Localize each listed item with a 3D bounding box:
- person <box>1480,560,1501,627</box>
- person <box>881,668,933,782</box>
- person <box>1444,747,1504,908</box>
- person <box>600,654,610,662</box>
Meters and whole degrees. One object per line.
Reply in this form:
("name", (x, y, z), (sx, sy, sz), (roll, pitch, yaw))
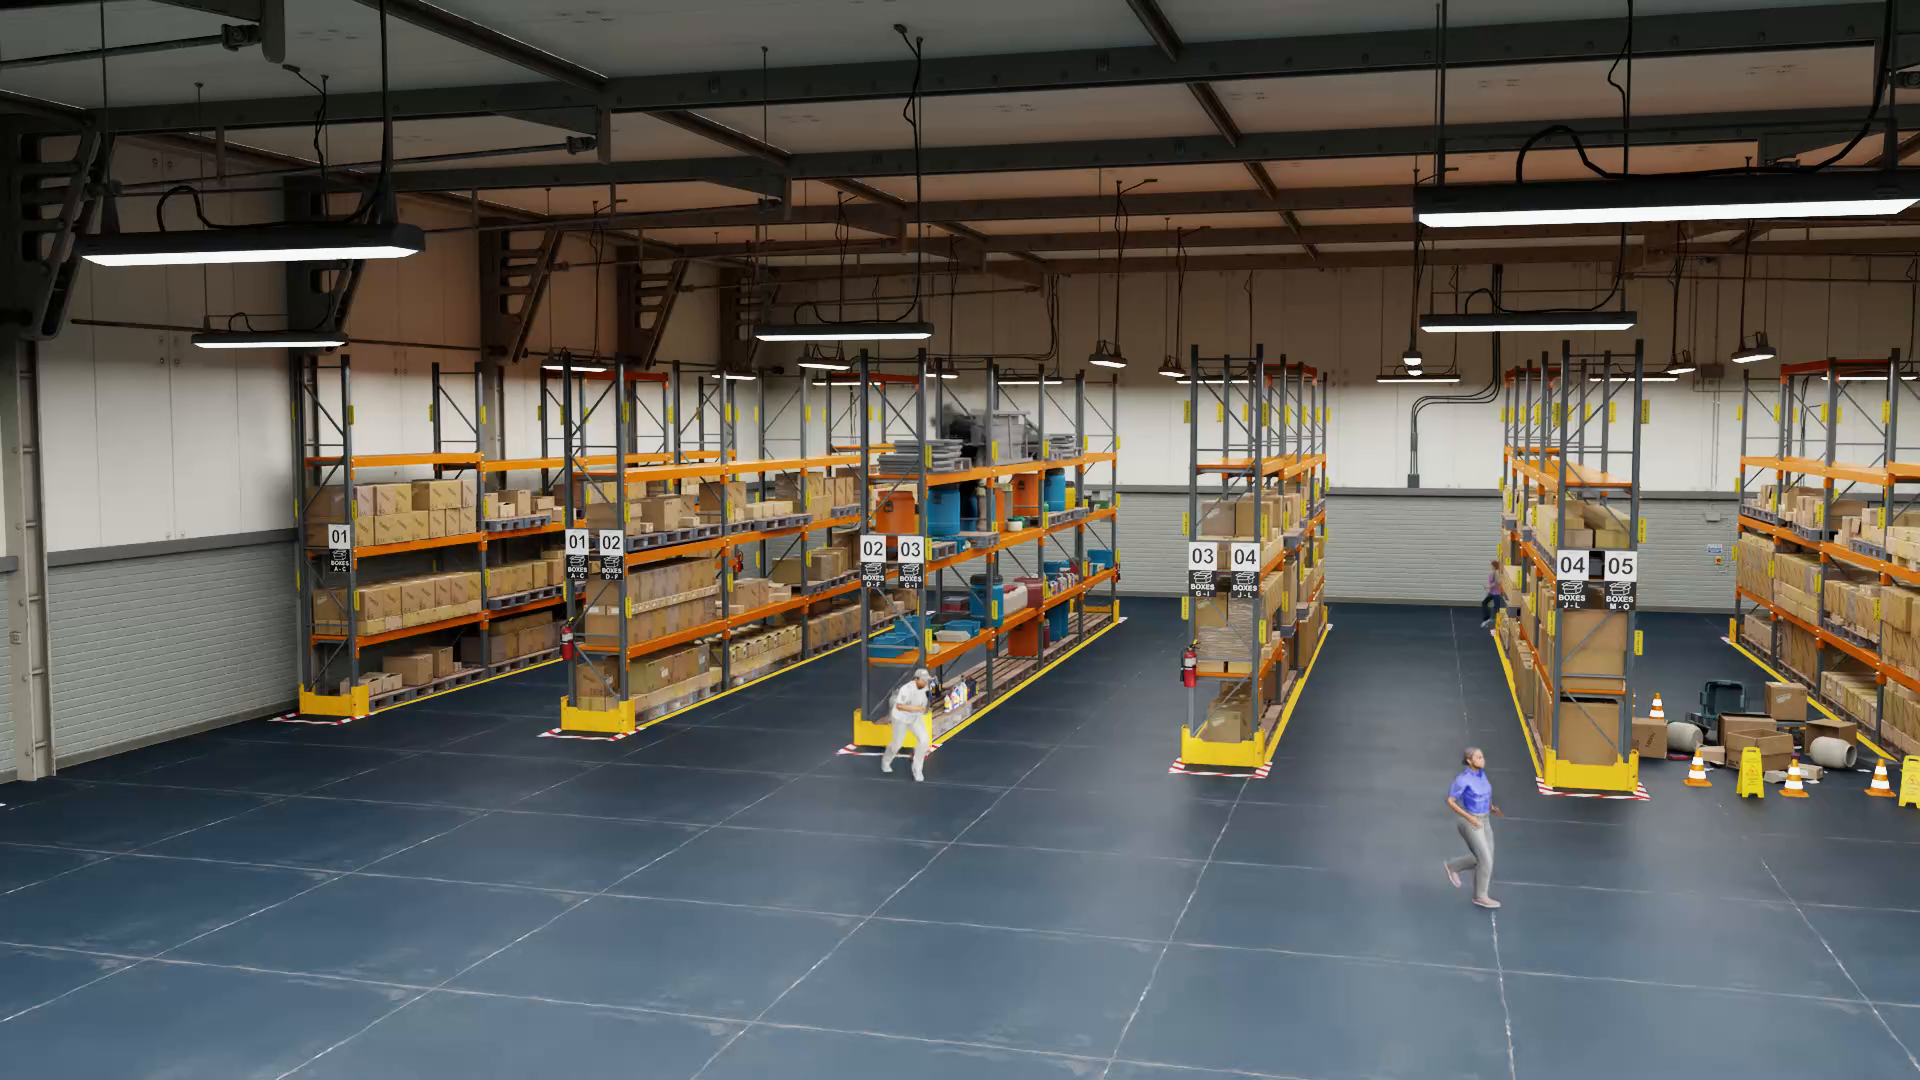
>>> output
("person", (12.616, 1.281, 39.108), (0.682, 1.622, 0.539), (1, 4, 13))
("person", (-0.722, 2.532, 22.931), (0.642, 1.617, 0.996), (-4, 6, -42))
("person", (5.237, 2.923, 17.063), (0.581, 1.597, 0.700), (-4, 6, -41))
("person", (-6.336, 1.870, 30.007), (0.602, 1.838, 0.818), (1, 4, 17))
